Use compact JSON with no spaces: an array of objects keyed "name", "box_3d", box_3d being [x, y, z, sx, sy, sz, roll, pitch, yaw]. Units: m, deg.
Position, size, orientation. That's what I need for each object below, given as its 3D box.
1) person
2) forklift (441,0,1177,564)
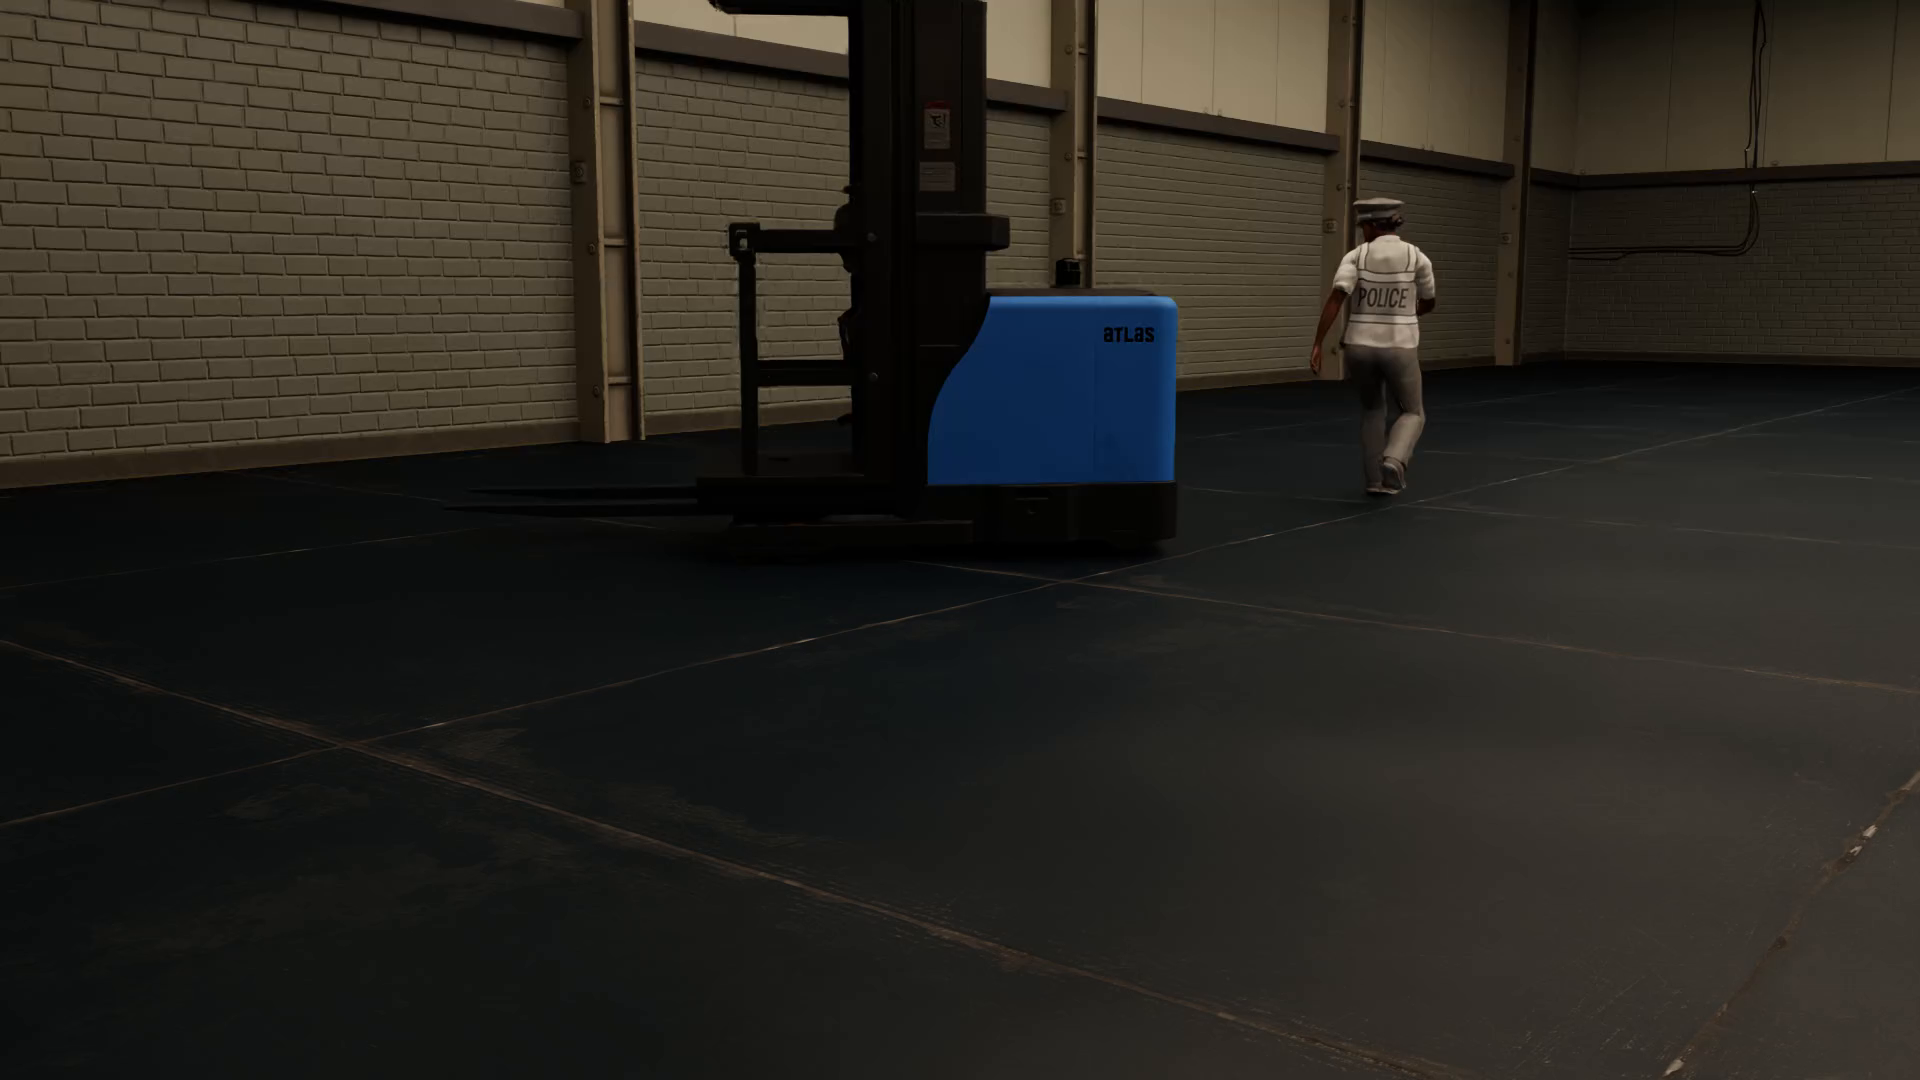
[{"name":"person","box_3d":[2.230,-1.017,8.898,0.569,1.599,0.643,4,9,28]},{"name":"forklift","box_3d":[-0.642,-1.433,7.072,3.031,2.935,1.130,-1,8,-6]}]
